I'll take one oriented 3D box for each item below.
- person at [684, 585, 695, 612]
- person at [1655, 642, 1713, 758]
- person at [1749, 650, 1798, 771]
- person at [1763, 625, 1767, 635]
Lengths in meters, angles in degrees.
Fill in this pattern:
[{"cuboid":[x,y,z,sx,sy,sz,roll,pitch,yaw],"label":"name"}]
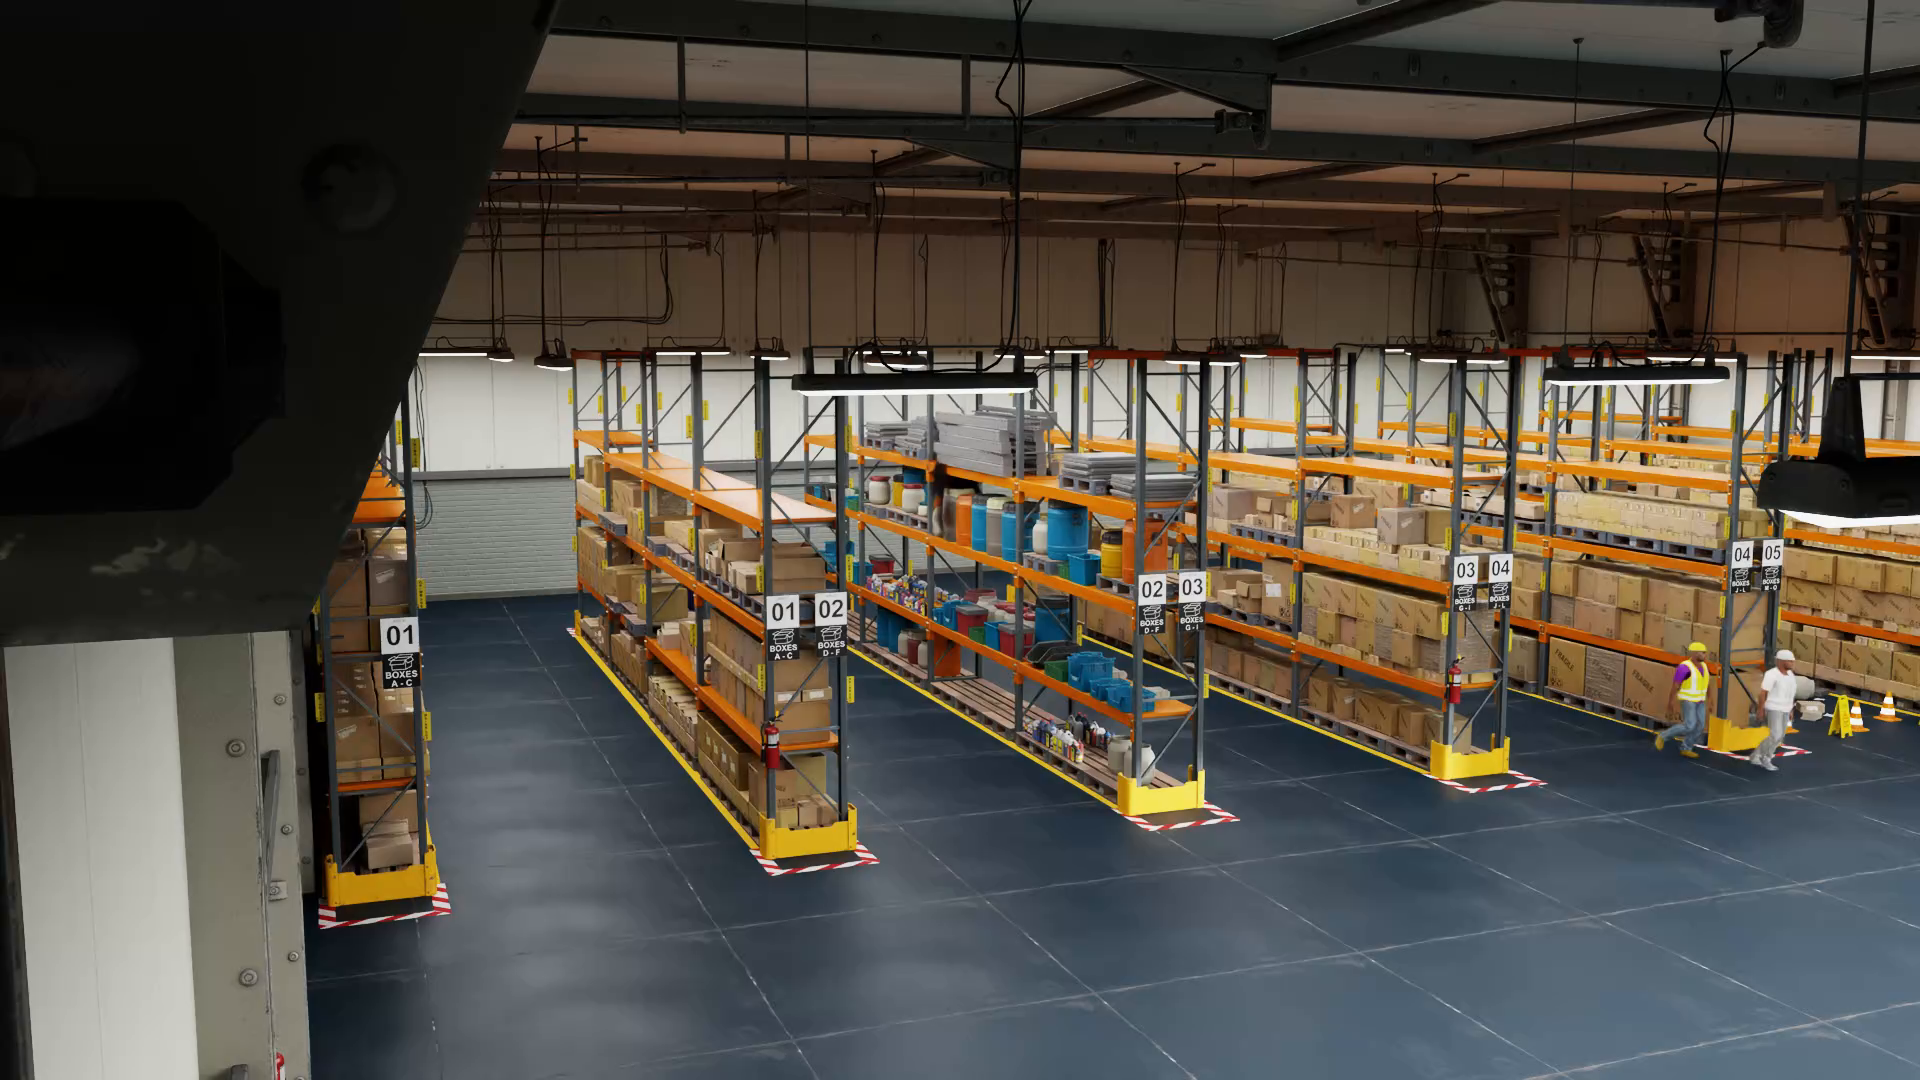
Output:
[{"cuboid":[-5.725,1.155,35.332,0.643,1.623,0.839,-6,9,-40],"label":"person"},{"cuboid":[10.808,2.377,24.800,0.733,1.713,0.591,-4,8,-31],"label":"person"},{"cuboid":[11.817,2.470,24.132,0.664,1.783,0.472,-5,9,-34],"label":"person"},{"cuboid":[16.220,1.442,33.523,0.637,1.489,0.795,-6,9,-40],"label":"person"}]
